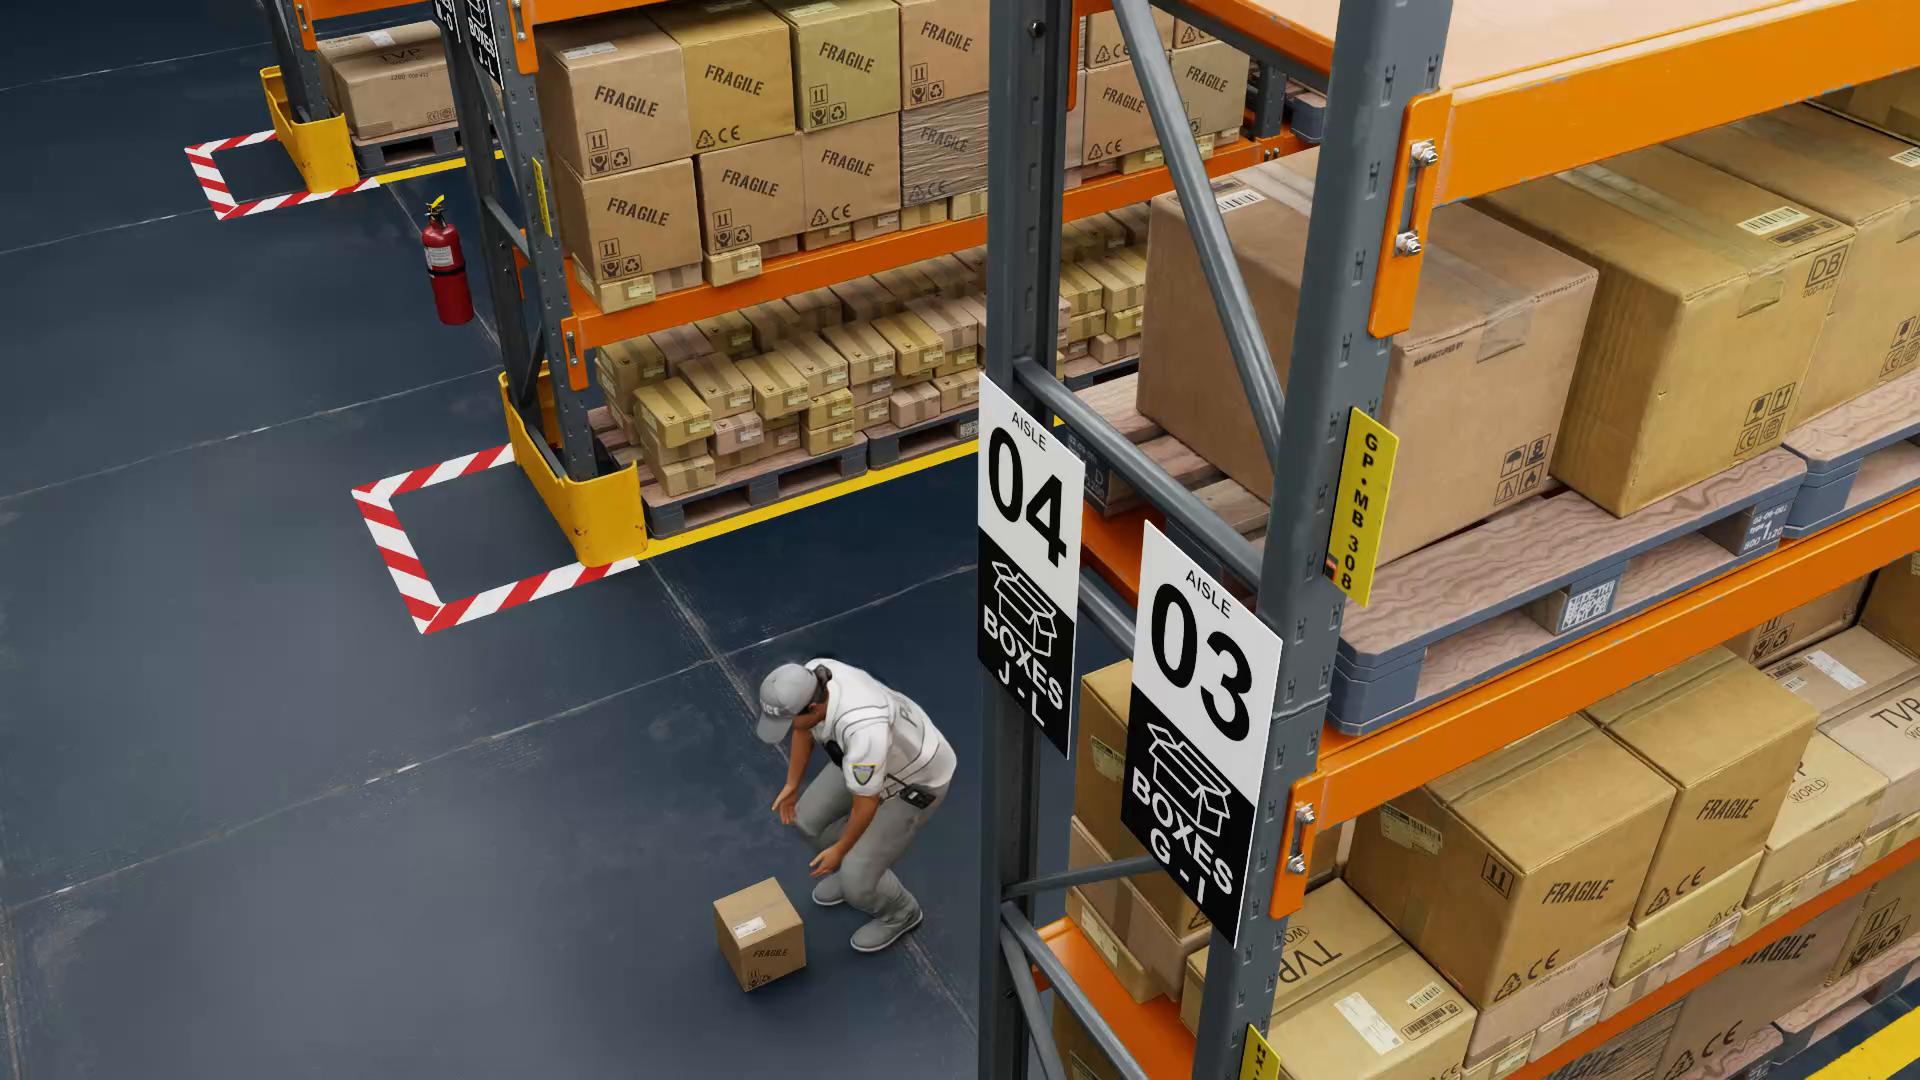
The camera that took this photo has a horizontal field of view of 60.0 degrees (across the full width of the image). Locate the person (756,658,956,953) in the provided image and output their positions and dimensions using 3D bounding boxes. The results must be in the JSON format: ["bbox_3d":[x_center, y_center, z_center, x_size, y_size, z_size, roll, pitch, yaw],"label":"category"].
[{"bbox_3d":[-0.364,0.907,5.968,0.728,1.379,0.534,-19,41,-23],"label":"person"}]
